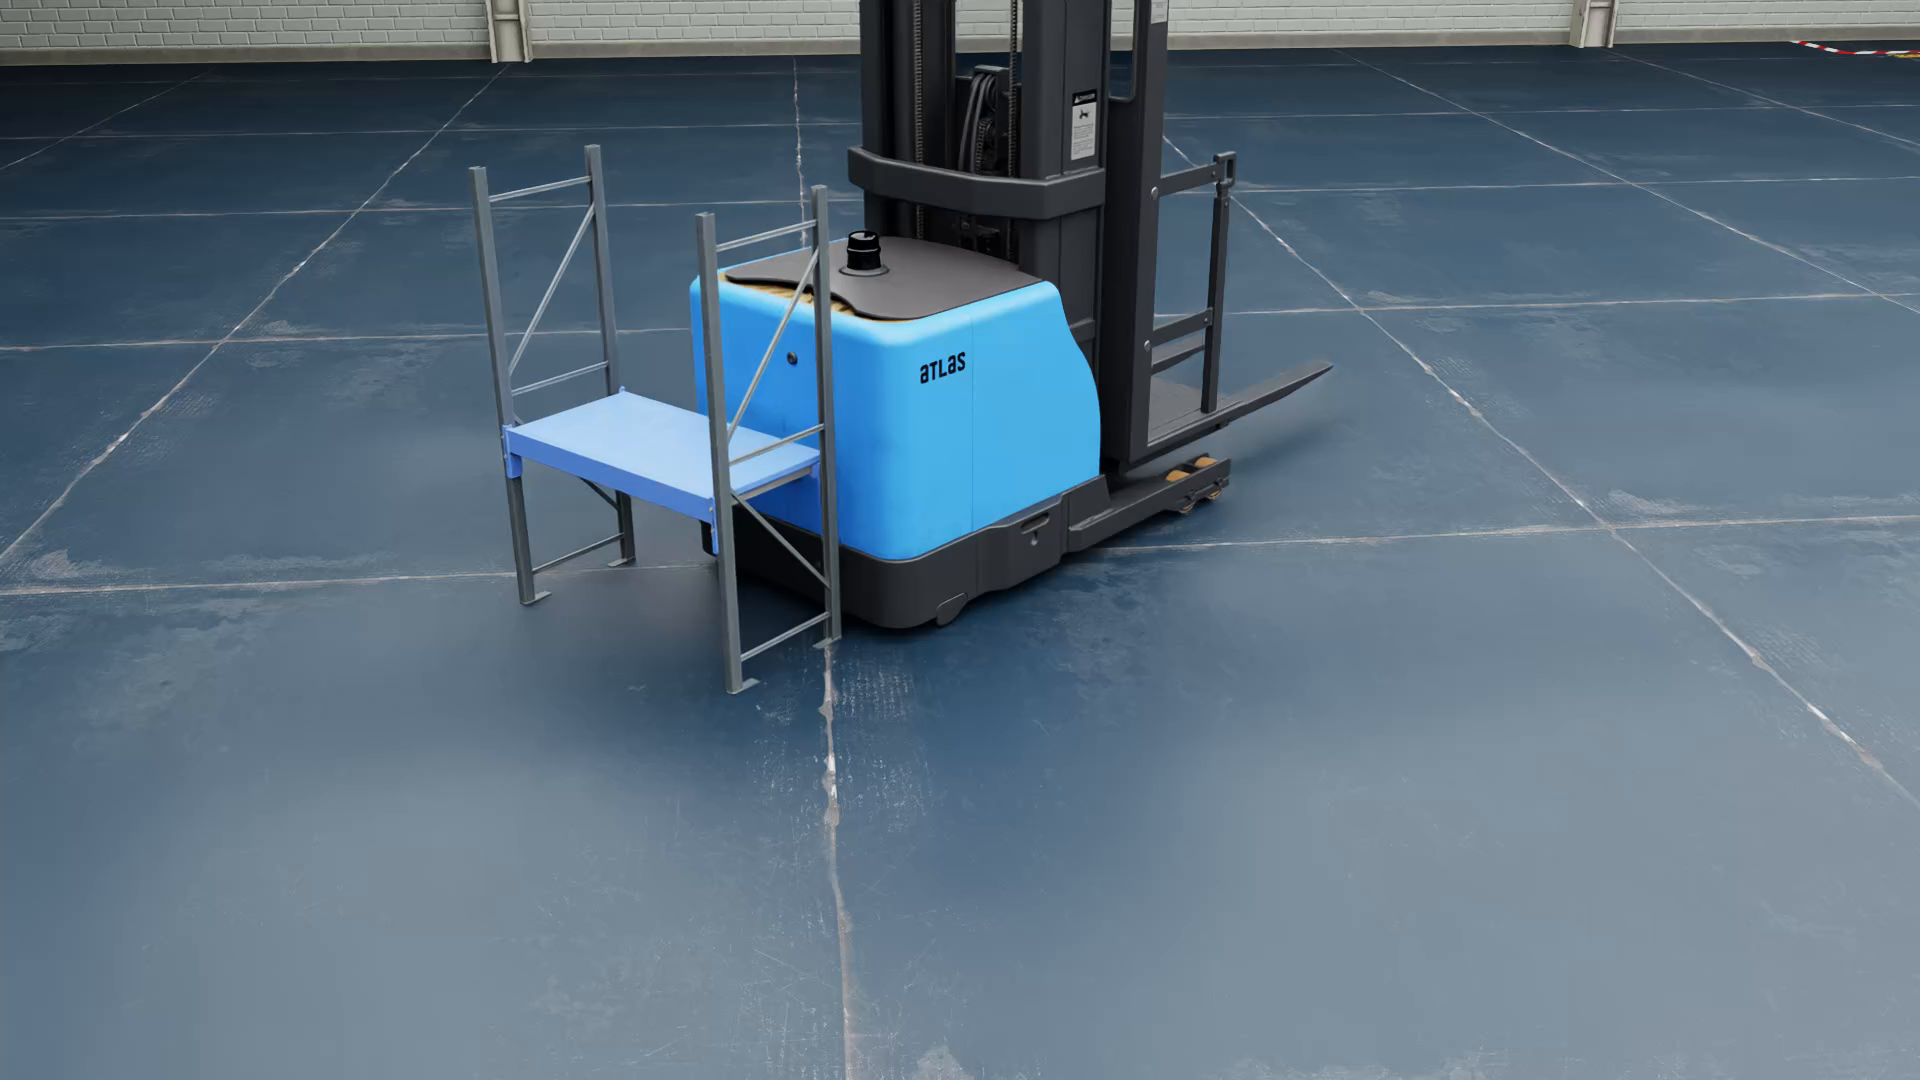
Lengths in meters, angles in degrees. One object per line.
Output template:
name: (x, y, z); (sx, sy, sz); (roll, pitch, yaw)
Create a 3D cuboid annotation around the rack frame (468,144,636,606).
rack frame: (-1.355, -0.541, 5.620); (0.032, 1.500, 0.500); (18, 30, 35)

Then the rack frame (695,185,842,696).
rack frame: (-0.560, -0.283, 5.041); (0.032, 1.500, 0.500); (18, 30, 35)

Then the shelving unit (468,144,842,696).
shelving unit: (-0.957, -0.412, 5.330); (1.048, 1.500, 0.538); (18, 30, 35)

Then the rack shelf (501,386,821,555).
rack shelf: (-0.957, -0.248, 5.403); (1.000, 0.185, 0.538); (18, 30, 35)

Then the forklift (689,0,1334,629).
forklift: (0.426, -1.565, 6.163); (1.130, 2.935, 3.031); (20, 31, 38)

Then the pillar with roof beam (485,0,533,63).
pillar with roof beam: (-4.365, -7.507, 12.060); (0.400, 9.000, 9.100); (-2, 24, -5)

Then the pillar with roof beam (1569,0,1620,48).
pillar with roof beam: (7.576, -7.986, 13.137); (0.400, 9.000, 9.100); (-2, 24, -5)
